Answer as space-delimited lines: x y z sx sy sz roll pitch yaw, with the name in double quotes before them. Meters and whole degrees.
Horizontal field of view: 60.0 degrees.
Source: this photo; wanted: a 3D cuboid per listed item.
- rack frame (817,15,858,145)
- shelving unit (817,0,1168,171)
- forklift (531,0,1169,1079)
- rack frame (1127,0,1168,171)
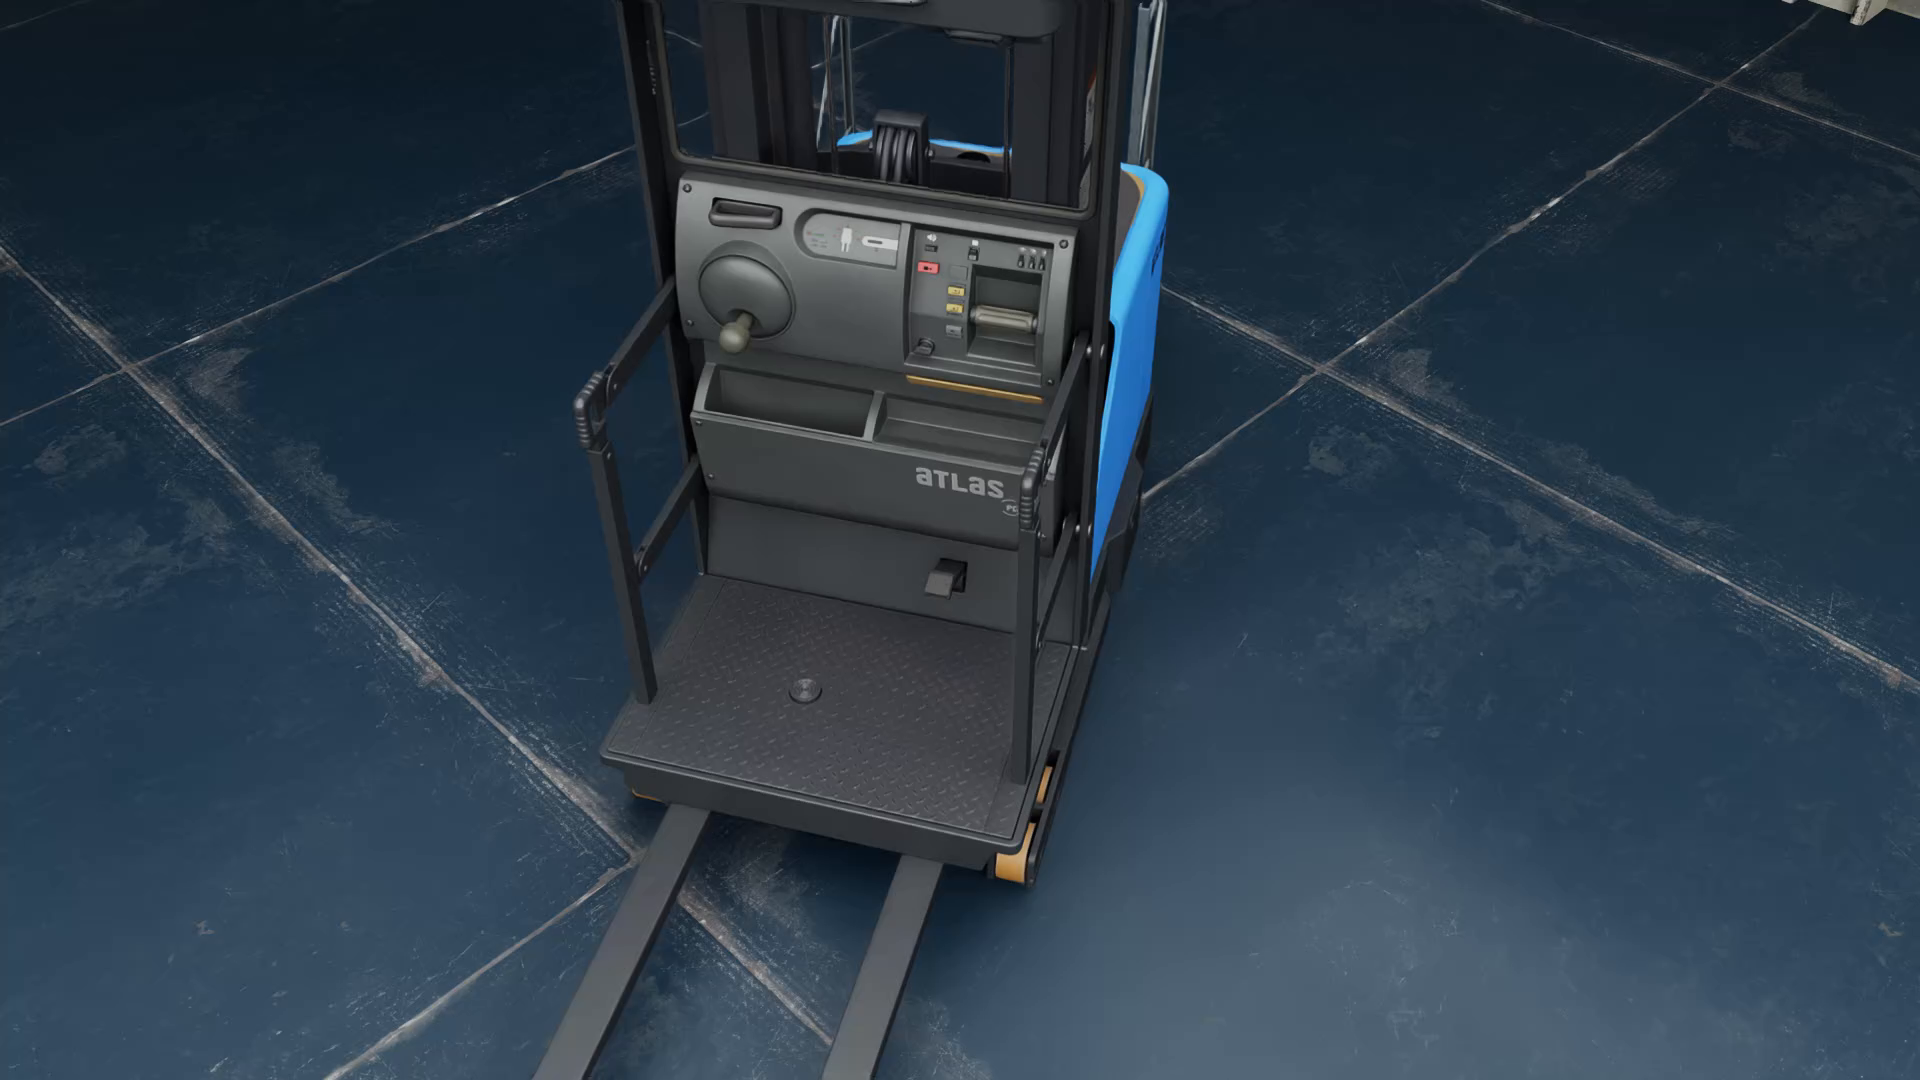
"rack frame" -0.420 -1.252 5.500 0.032 1.500 0.500 9 43 10
"shelving unit" 0.084 -1.173 5.414 1.083 1.500 0.587 9 43 10
"forklift" -0.259 -0.493 3.624 1.130 2.935 3.031 11 44 11
"rack frame" 0.570 -1.097 5.332 0.032 1.500 0.500 9 43 10
